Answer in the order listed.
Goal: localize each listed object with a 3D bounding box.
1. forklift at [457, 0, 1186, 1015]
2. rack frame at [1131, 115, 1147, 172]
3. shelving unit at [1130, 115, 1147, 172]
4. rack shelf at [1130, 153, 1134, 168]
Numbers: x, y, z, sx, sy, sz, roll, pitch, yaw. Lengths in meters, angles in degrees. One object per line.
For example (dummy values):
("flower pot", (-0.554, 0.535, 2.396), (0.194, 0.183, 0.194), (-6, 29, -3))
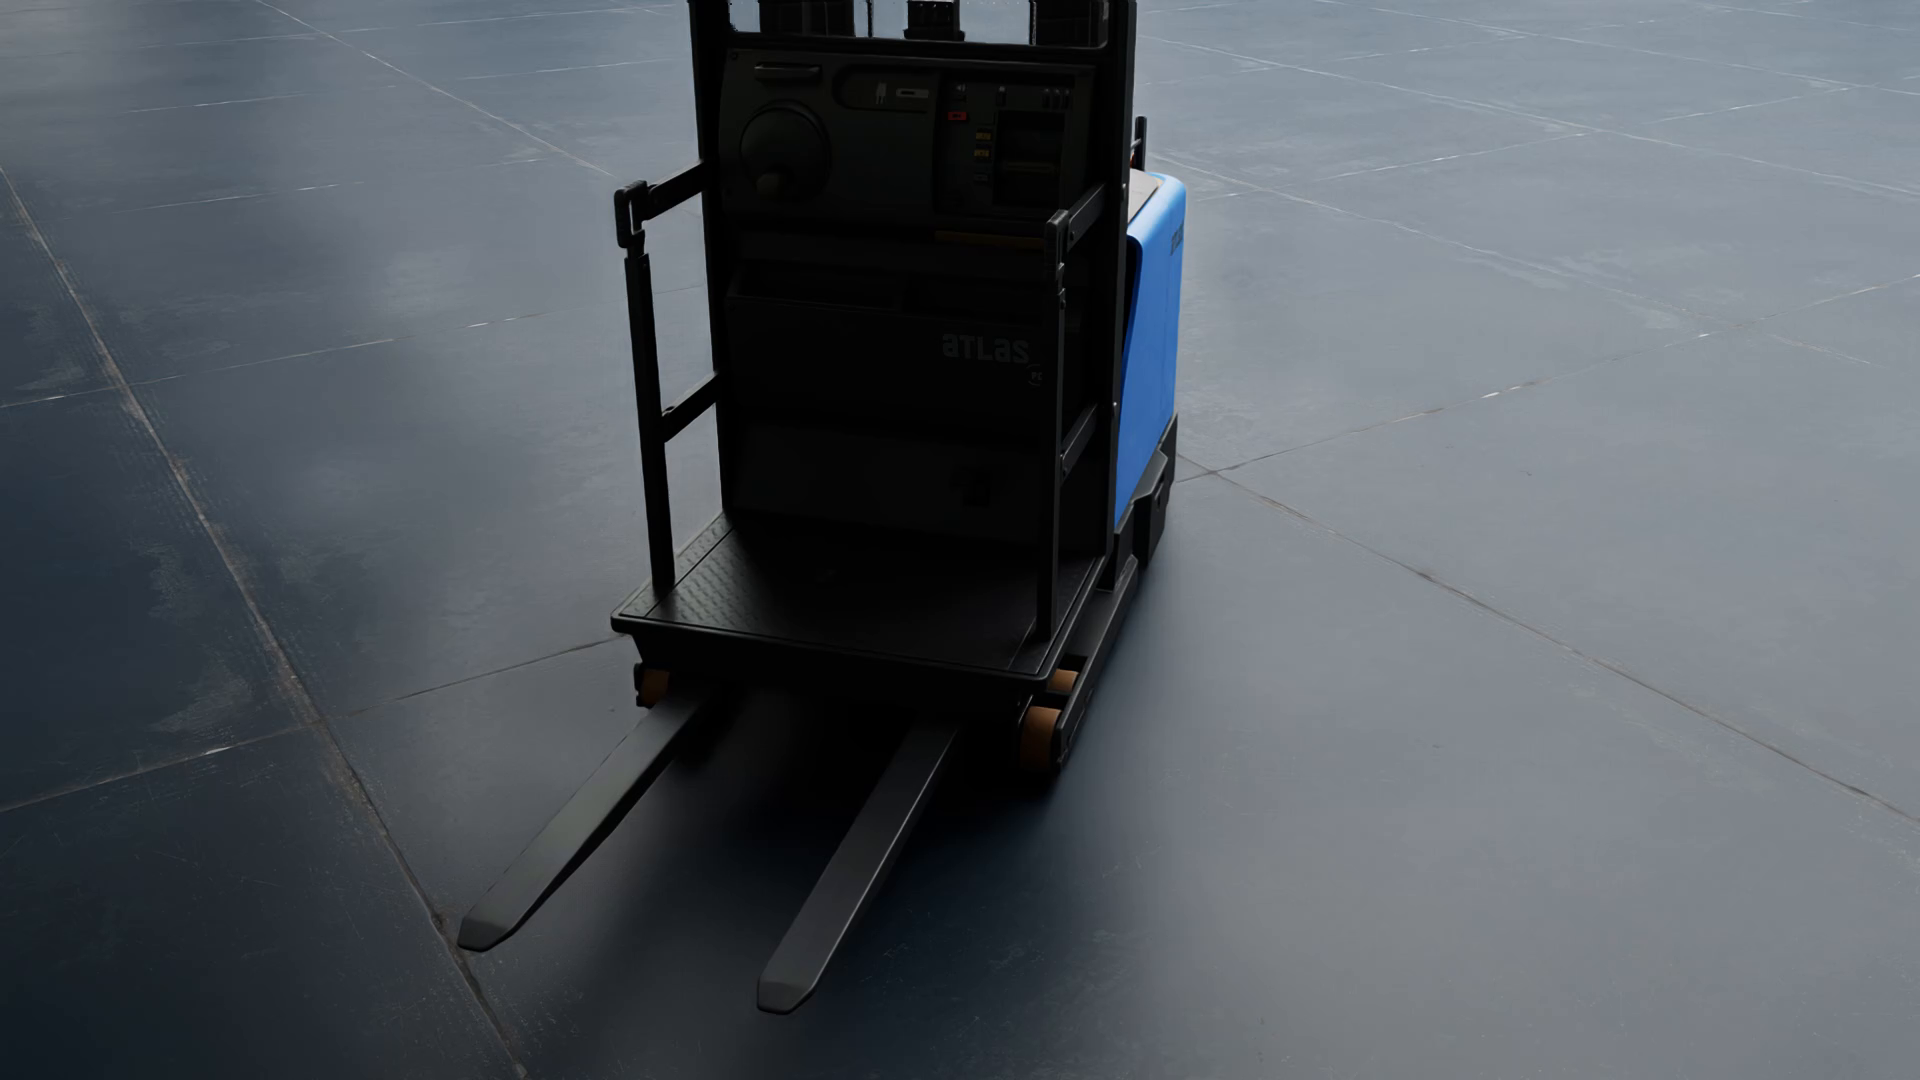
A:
("forklift", (-0.197, -0.944, 3.816), (1.130, 2.935, 3.031), (7, 26, 15))
("rack frame", (0.540, -0.844, 5.719), (0.032, 1.125, 0.500), (9, 27, 18))
("shelving unit", (0.063, -0.918, 5.878), (1.048, 1.125, 0.538), (9, 27, 18))
("rack shelf", (0.063, -1.183, 5.753), (1.000, 0.278, 0.538), (9, 27, 18))
